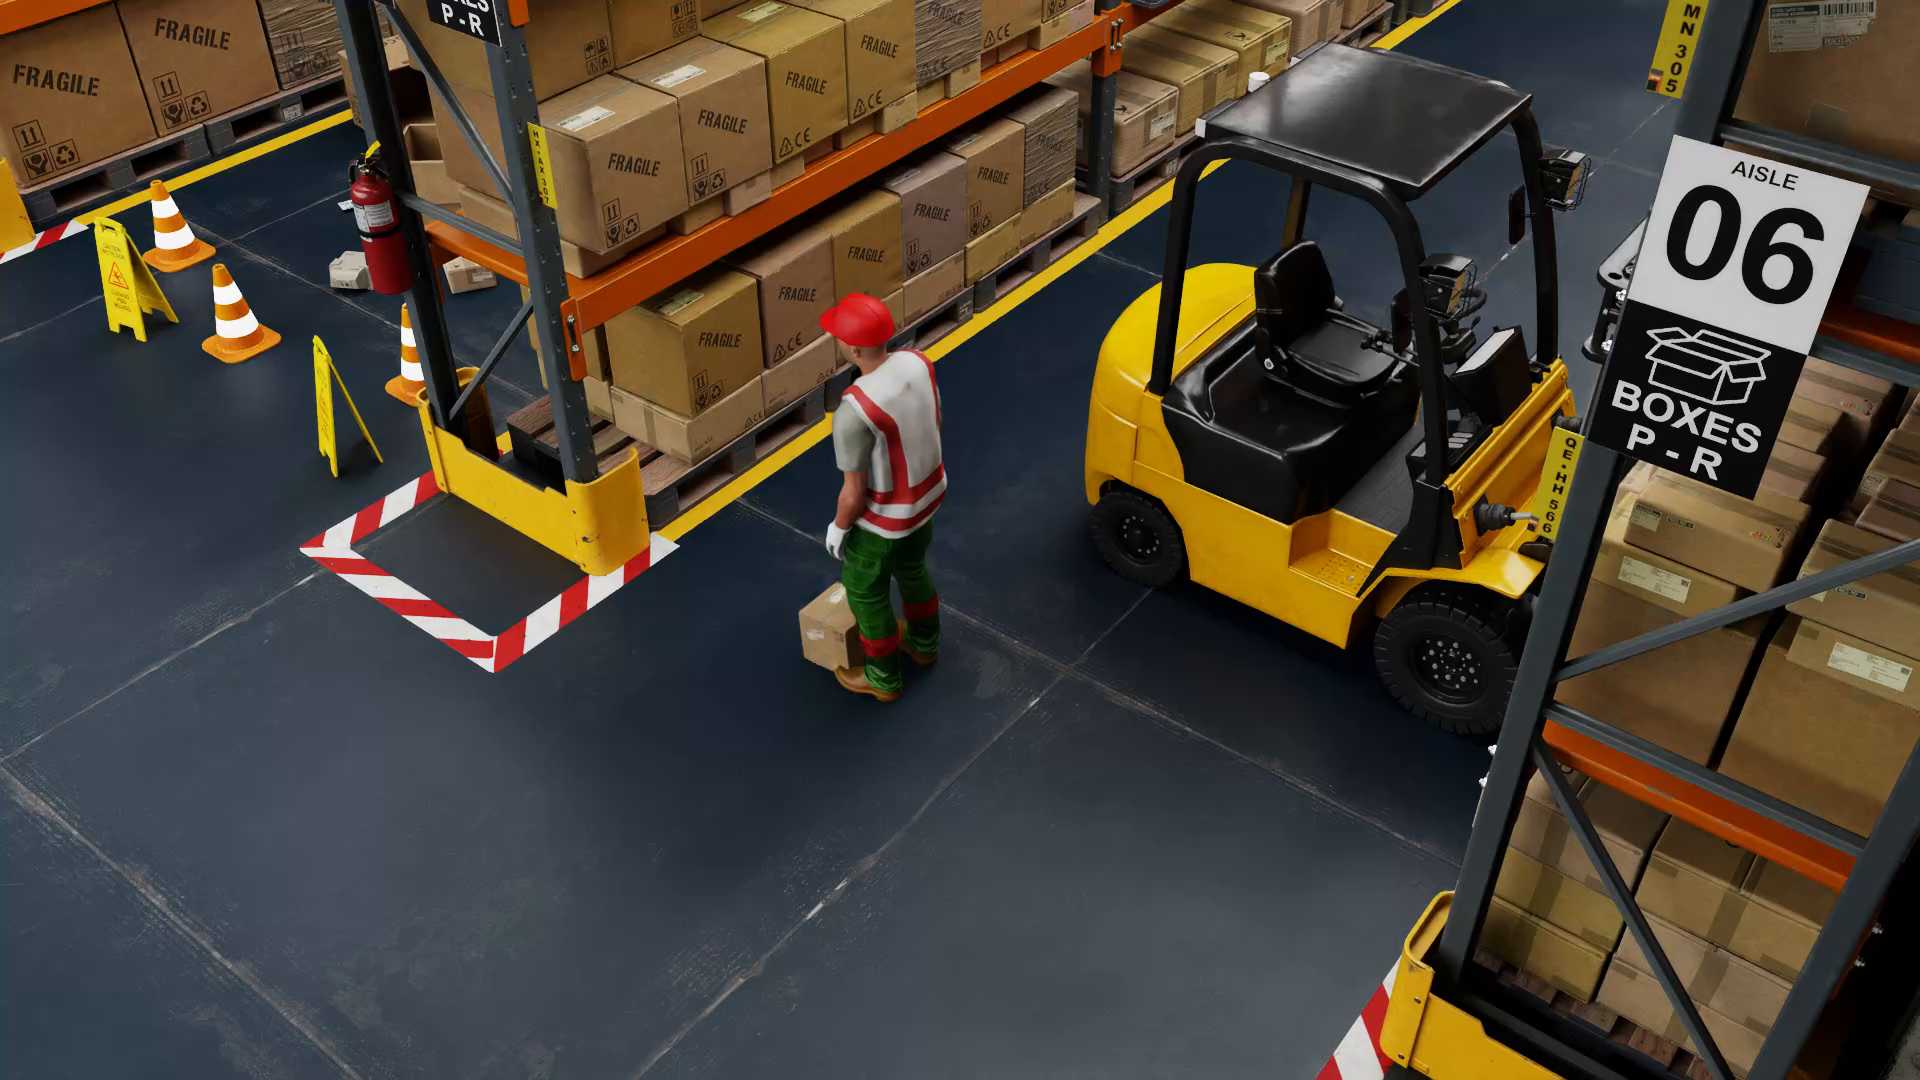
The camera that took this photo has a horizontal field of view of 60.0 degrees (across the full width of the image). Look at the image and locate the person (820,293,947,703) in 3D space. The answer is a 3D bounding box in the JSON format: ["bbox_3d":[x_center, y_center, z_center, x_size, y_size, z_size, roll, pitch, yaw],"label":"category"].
[{"bbox_3d":[-0.287,-0.142,6.318,0.441,1.780,0.579,24,44,27],"label":"person"}]
